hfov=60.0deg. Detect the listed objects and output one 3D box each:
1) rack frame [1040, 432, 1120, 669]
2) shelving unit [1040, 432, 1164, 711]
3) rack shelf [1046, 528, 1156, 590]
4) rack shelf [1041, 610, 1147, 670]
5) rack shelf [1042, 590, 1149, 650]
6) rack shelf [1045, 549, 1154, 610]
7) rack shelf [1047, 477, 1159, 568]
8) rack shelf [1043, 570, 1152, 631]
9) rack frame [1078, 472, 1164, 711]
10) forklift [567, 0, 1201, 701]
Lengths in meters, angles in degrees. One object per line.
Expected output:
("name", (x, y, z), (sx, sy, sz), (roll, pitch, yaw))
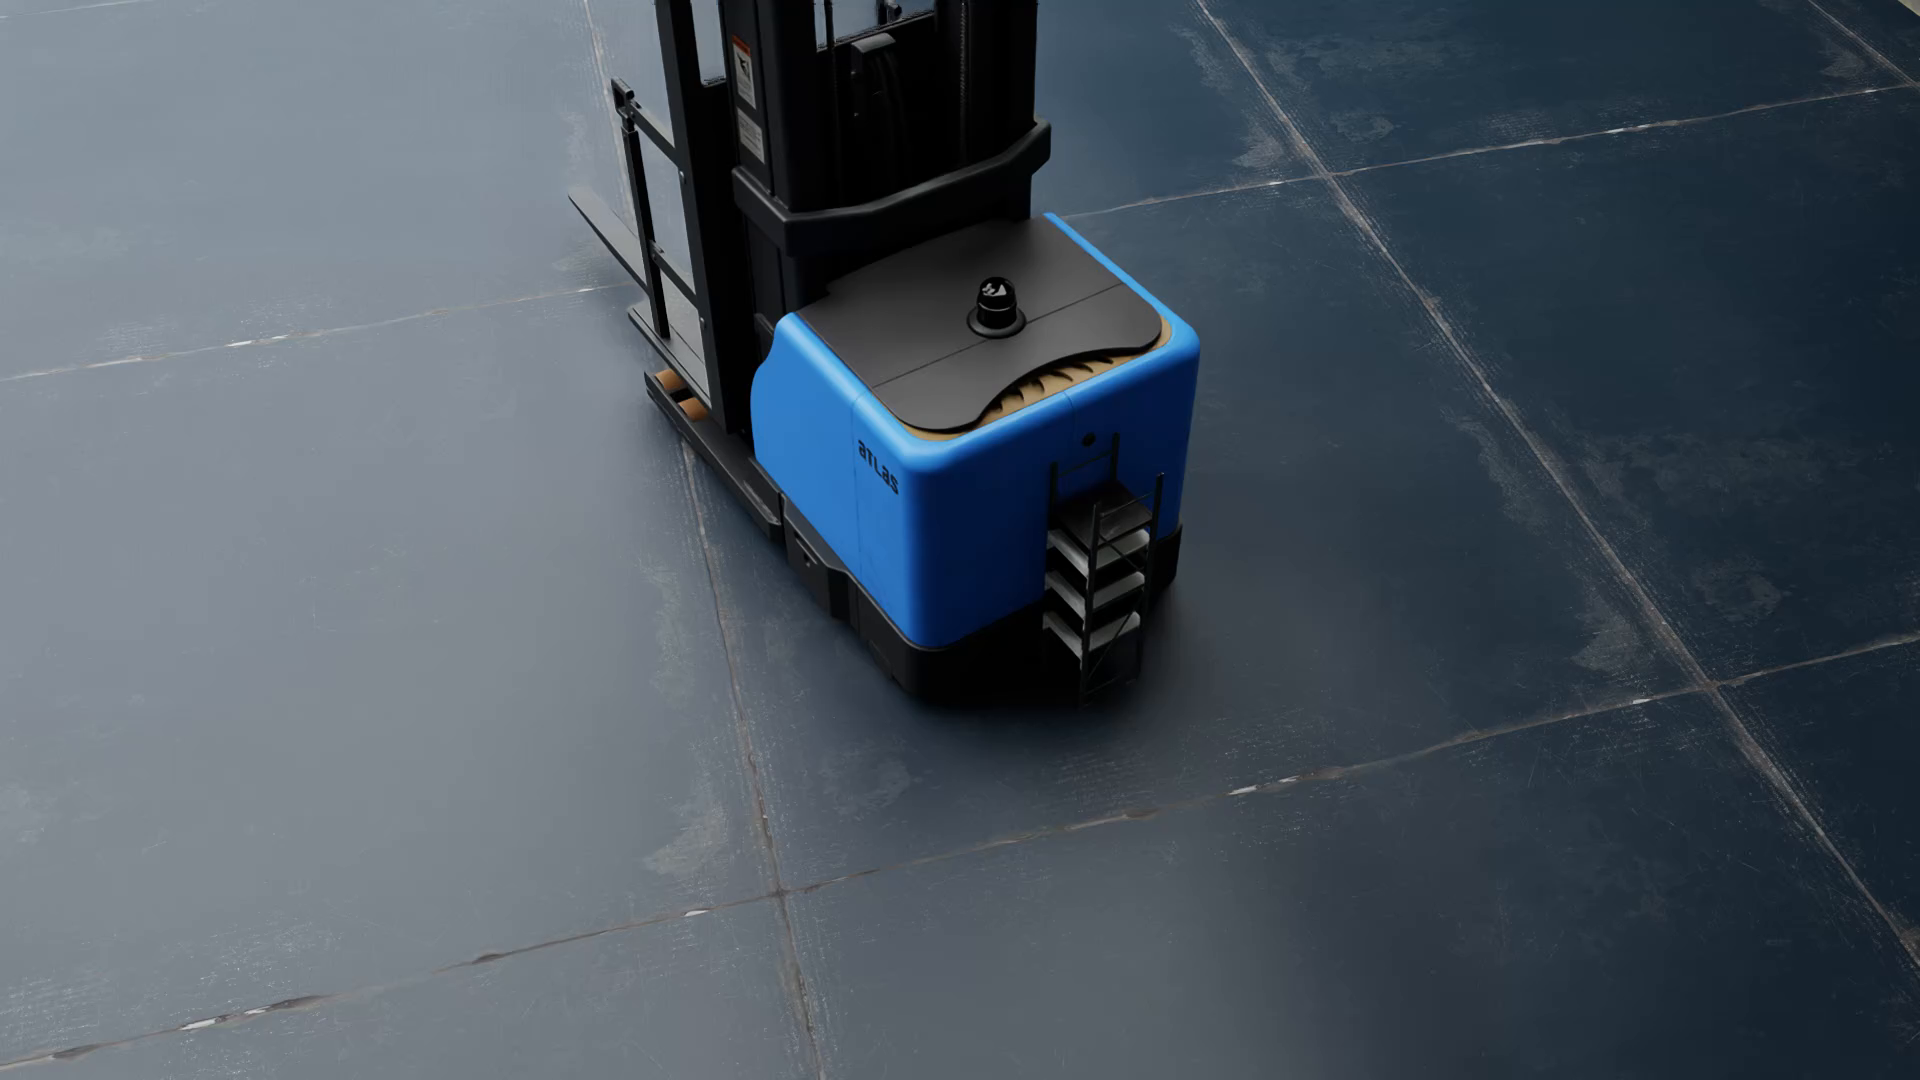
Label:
("rack frame", (0.360, 0.052, 5.069), (0.240, 0.900, 0.006), (-25, 51, -23))
("shelving unit", (0.416, 0.113, 5.010), (0.258, 0.900, 0.210), (-25, 51, -23))
("rack shelf", (0.416, 0.010, 4.905), (0.258, 0.077, 0.200), (-25, 51, -23))
("rack shelf", (0.416, 0.262, 5.162), (0.258, 0.077, 0.200), (-25, 51, -23))
("rack shelf", (0.416, 0.199, 5.098), (0.258, 0.077, 0.200), (-25, 51, -23))
("rack shelf", (0.416, 0.073, 4.969), (0.258, 0.077, 0.200), (-25, 51, -23))
("rack shelf", (0.416, -0.053, 4.841), (0.258, 0.077, 0.200), (-25, 51, -23))
("rack shelf", (0.416, 0.136, 5.033), (0.258, 0.077, 0.200), (-25, 51, -23))
("rack frame", (0.472, 0.173, 4.950), (0.240, 0.900, 0.006), (-25, 51, -23))
("forklift", (-0.509, -1.553, 5.220), (1.130, 2.935, 3.031), (-25, 51, -23))
